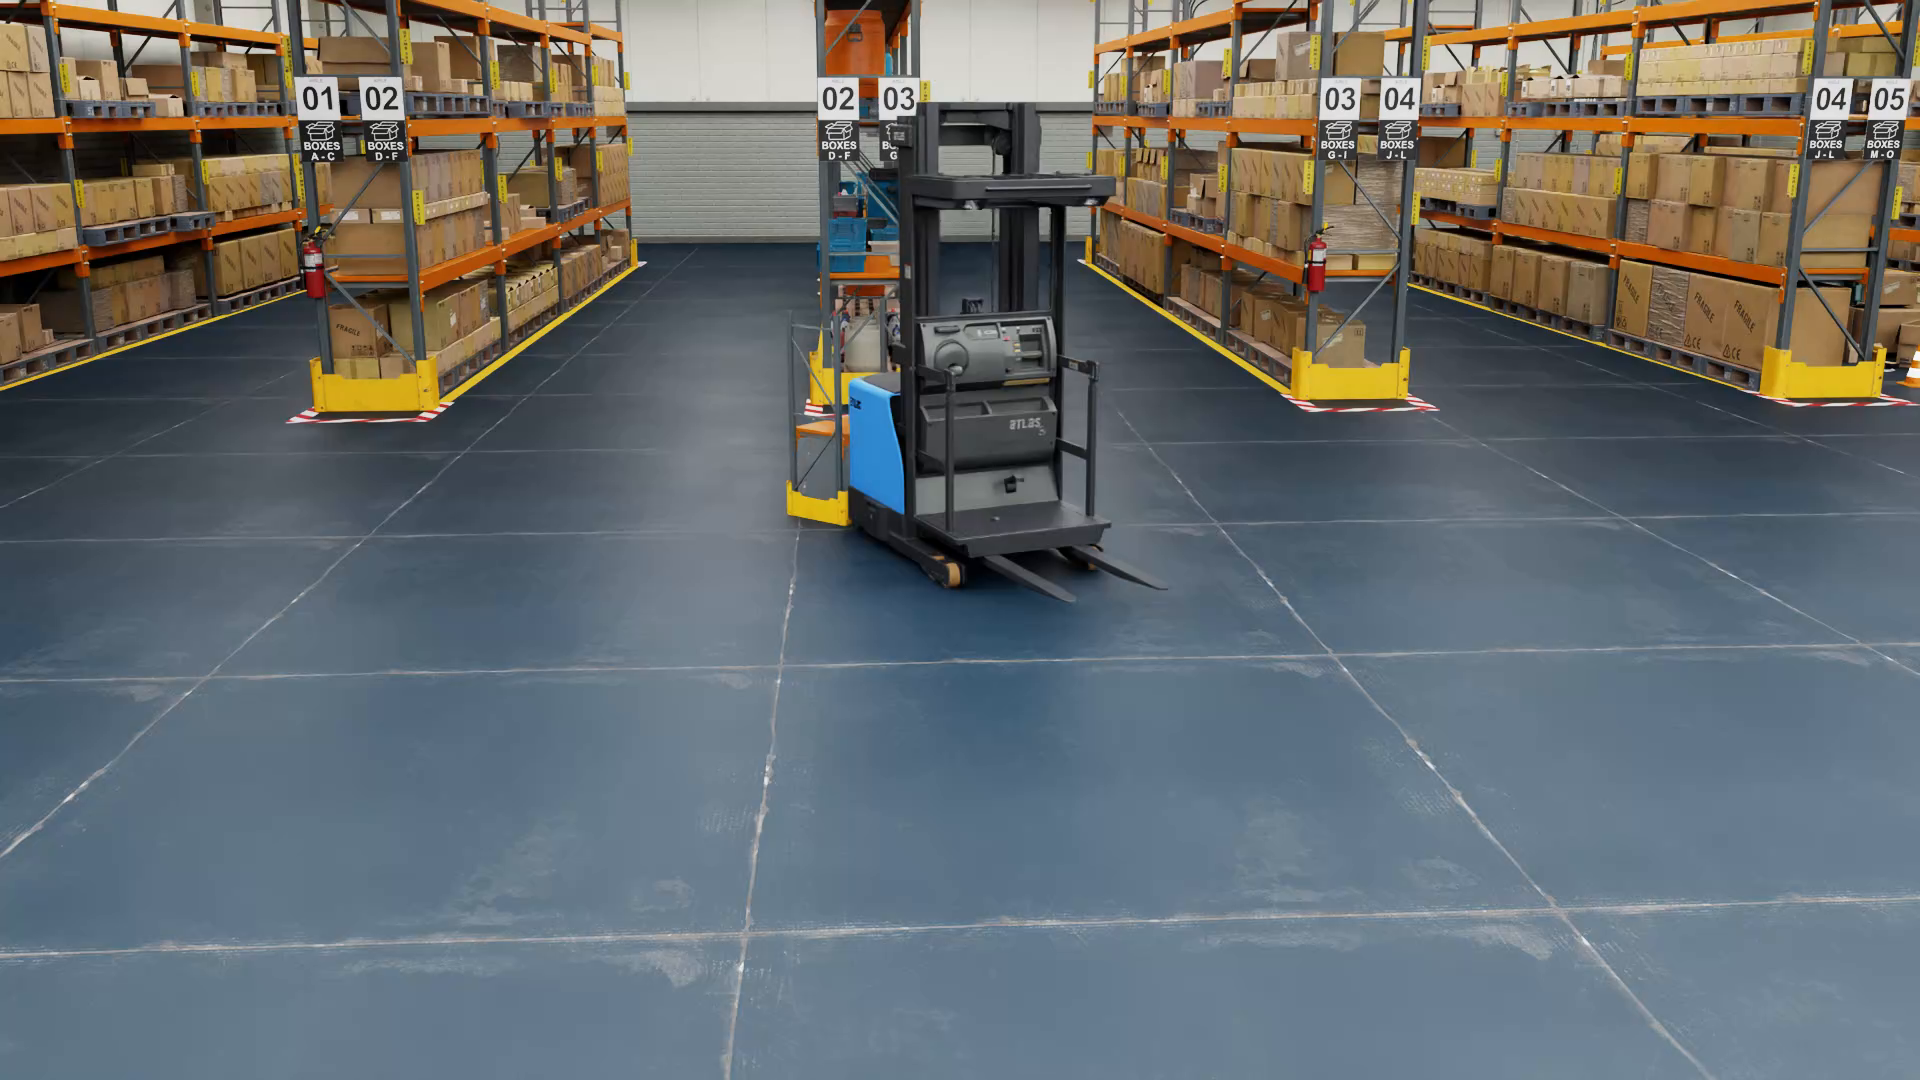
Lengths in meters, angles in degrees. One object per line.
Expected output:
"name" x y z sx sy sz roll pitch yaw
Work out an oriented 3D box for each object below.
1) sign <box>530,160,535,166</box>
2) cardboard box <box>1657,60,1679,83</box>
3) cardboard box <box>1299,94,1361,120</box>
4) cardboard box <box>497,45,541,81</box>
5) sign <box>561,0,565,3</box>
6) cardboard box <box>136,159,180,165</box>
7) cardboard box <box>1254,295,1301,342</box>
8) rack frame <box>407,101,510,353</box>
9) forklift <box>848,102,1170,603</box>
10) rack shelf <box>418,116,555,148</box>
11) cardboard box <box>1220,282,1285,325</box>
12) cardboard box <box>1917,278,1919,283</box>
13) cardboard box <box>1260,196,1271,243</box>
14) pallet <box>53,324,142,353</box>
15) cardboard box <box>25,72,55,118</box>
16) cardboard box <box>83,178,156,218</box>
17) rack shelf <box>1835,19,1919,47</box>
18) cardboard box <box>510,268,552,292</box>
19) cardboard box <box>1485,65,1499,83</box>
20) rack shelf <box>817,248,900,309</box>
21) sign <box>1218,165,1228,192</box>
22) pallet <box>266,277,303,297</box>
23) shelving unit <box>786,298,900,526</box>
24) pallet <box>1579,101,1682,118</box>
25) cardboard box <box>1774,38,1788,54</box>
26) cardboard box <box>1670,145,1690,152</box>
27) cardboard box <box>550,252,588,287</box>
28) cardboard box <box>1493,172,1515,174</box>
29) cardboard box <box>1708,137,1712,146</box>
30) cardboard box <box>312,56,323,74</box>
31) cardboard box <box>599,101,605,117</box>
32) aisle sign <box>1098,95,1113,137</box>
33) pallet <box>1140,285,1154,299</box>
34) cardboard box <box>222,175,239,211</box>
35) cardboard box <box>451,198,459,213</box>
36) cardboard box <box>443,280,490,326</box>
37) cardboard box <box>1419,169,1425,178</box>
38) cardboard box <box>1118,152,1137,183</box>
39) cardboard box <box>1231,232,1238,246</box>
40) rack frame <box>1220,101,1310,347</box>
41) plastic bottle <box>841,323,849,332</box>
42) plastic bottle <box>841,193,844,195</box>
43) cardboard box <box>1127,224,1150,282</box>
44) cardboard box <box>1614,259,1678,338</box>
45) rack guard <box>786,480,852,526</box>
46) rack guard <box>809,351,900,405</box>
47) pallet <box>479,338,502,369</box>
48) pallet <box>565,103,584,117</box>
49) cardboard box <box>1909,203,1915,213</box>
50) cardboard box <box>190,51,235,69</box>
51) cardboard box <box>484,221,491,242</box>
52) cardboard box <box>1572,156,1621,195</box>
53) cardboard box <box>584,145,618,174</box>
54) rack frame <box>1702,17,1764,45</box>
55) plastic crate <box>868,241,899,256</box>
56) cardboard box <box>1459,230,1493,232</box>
"sign" -7.117 -6.170 27.750 0.100 0.325 0.005 -1 14 -3
"cardboard box" 8.548 -5.500 19.522 0.500 0.250 0.500 -1 14 -4
"cardboard box" 3.772 -4.425 16.985 0.500 0.250 0.500 -1 14 -2
"cardboard box" -6.348 -6.860 23.943 0.500 0.500 0.500 -1 14 -3
"sign" -7.365 -10.144 30.858 0.100 0.325 0.005 -1 14 -3
"cardboard box" -11.558 -5.363 24.008 0.500 0.250 0.500 0 14 -2
"cardboard box" 3.836 -2.674 20.073 0.500 0.500 0.500 4 15 14
"rack frame" -6.080 -3.772 20.165 1.000 3.000 0.127 -1 14 -3
"forklift" 0.276 -1.237 10.451 1.130 2.935 3.031 -6 16 -24
"rack shelf" -6.204 -5.373 21.814 1.077 0.370 4.000 -1 14 -3
"cardboard box" 3.791 -3.079 21.608 0.700 0.500 0.500 -2 15 -8
"cardboard box" 13.571 -3.489 23.499 0.950 0.372 0.625 0 14 -2
"cardboard box" 3.891 -3.631 18.819 0.875 0.500 0.500 -1 14 -3
"pallet" -11.073 -2.537 20.964 1.003 0.211 1.213 -1 14 -3
"cardboard box" -10.746 -5.083 19.000 0.500 0.500 0.500 0 14 -2
"cardboard box" -11.133 -4.524 22.007 0.700 0.500 0.500 -1 14 -3
"rack shelf" 13.575 -6.937 22.676 1.077 0.370 4.000 -1 14 -3
"cardboard box" -6.011 -3.654 23.259 0.500 0.311 0.500 -1 14 -4
"cardboard box" 8.186 -7.066 25.211 0.396 0.266 0.258 -1 14 -3
"rack shelf" -1.012 -3.001 18.615 1.077 0.370 4.000 -1 14 -3
"sign" 3.254 -4.475 20.575 0.100 0.325 0.005 -1 14 -3
"pallet" -11.396 -4.143 27.203 1.003 0.211 1.213 -1 14 -3
"shelving unit" -0.717 -0.976 12.312 0.587 1.500 1.083 11 18 37
"pallet" 8.658 -5.562 21.489 0.805 0.209 1.217 -1 15 -6
"cardboard box" 8.639 -5.090 17.130 0.380 0.149 0.250 -1 14 -3
"cardboard box" 12.898 -6.712 29.386 0.500 0.500 0.500 -1 14 -4
"cardboard box" -6.172 -4.271 26.240 0.500 0.500 0.500 -1 14 -5
"cardboard box" 8.617 -5.719 26.200 0.380 0.149 0.250 0 14 -1
"cardboard box" 13.411 -7.059 29.433 0.380 0.149 0.250 -1 14 -3
"cardboard box" -11.358 -8.111 28.764 0.500 0.500 0.500 -1 14 -3
"cardboard box" -6.385 -7.390 28.511 0.500 0.250 0.500 -1 14 -3
"aisle sign" 2.760 -8.180 32.083 0.394 0.787 0.004 -1 14 -3
"pallet" 3.514 -4.068 26.913 1.003 0.211 1.213 -1 14 -3
"cardboard box" -11.069 -5.146 24.671 0.500 0.500 0.500 0 14 -2
"cardboard box" -5.753 -3.688 18.338 0.380 0.149 0.250 0 14 -2
"cardboard box" -5.814 -2.770 19.443 0.500 0.500 0.500 -1 14 -3
"cardboard box" 7.871 -6.096 27.668 0.380 0.149 0.250 -1 14 -3
"cardboard box" 3.017 -6.458 28.805 0.500 0.500 0.500 0 14 -2
"cardboard box" 3.523 -3.681 20.319 0.380 0.149 0.250 -1 14 -3
"rack frame" 3.808 -3.924 20.756 1.000 3.000 0.127 -1 14 -3
"plastic bottle" -1.316 -2.390 19.378 0.152 0.276 0.135 -1 14 -3
"plastic bottle" -1.960 -5.565 27.383 0.152 0.276 0.135 -1 14 -3
"cardboard box" 3.428 -4.707 27.220 1.225 0.875 0.875 -1 14 -5
"cardboard box" 8.734 -2.992 20.556 0.875 0.875 0.875 -1 14 -3
"rack guard" -1.027 -0.274 12.090 0.587 0.250 0.087 11 18 37
"rack guard" -0.940 -1.660 16.975 1.175 0.500 0.348 -1 14 -3
"pallet" -6.072 -2.223 19.742 1.003 0.211 1.213 -1 14 -3
"pallet" -6.538 -6.702 25.911 1.213 0.211 1.003 -1 14 -3
"cardboard box" 13.429 -4.603 23.058 0.380 0.149 0.250 -1 14 -5
"cardboard box" -11.547 -7.403 25.672 0.500 0.250 0.500 -1 14 -5
"cardboard box" -6.154 -3.821 20.657 0.500 0.250 0.500 0 14 0
"cardboard box" 8.663 -4.885 22.284 0.700 0.500 0.500 -1 14 -3
"cardboard box" -6.421 -6.800 29.728 0.500 0.500 0.500 0 14 -2
"rack frame" 13.203 -8.972 28.336 1.000 3.000 0.127 -1 14 -3
"plastic crate" -0.782 -3.320 18.937 0.530 0.136 0.437 -1 14 -3
"cardboard box" 8.586 -5.011 27.652 0.500 0.250 0.500 0 14 -1
